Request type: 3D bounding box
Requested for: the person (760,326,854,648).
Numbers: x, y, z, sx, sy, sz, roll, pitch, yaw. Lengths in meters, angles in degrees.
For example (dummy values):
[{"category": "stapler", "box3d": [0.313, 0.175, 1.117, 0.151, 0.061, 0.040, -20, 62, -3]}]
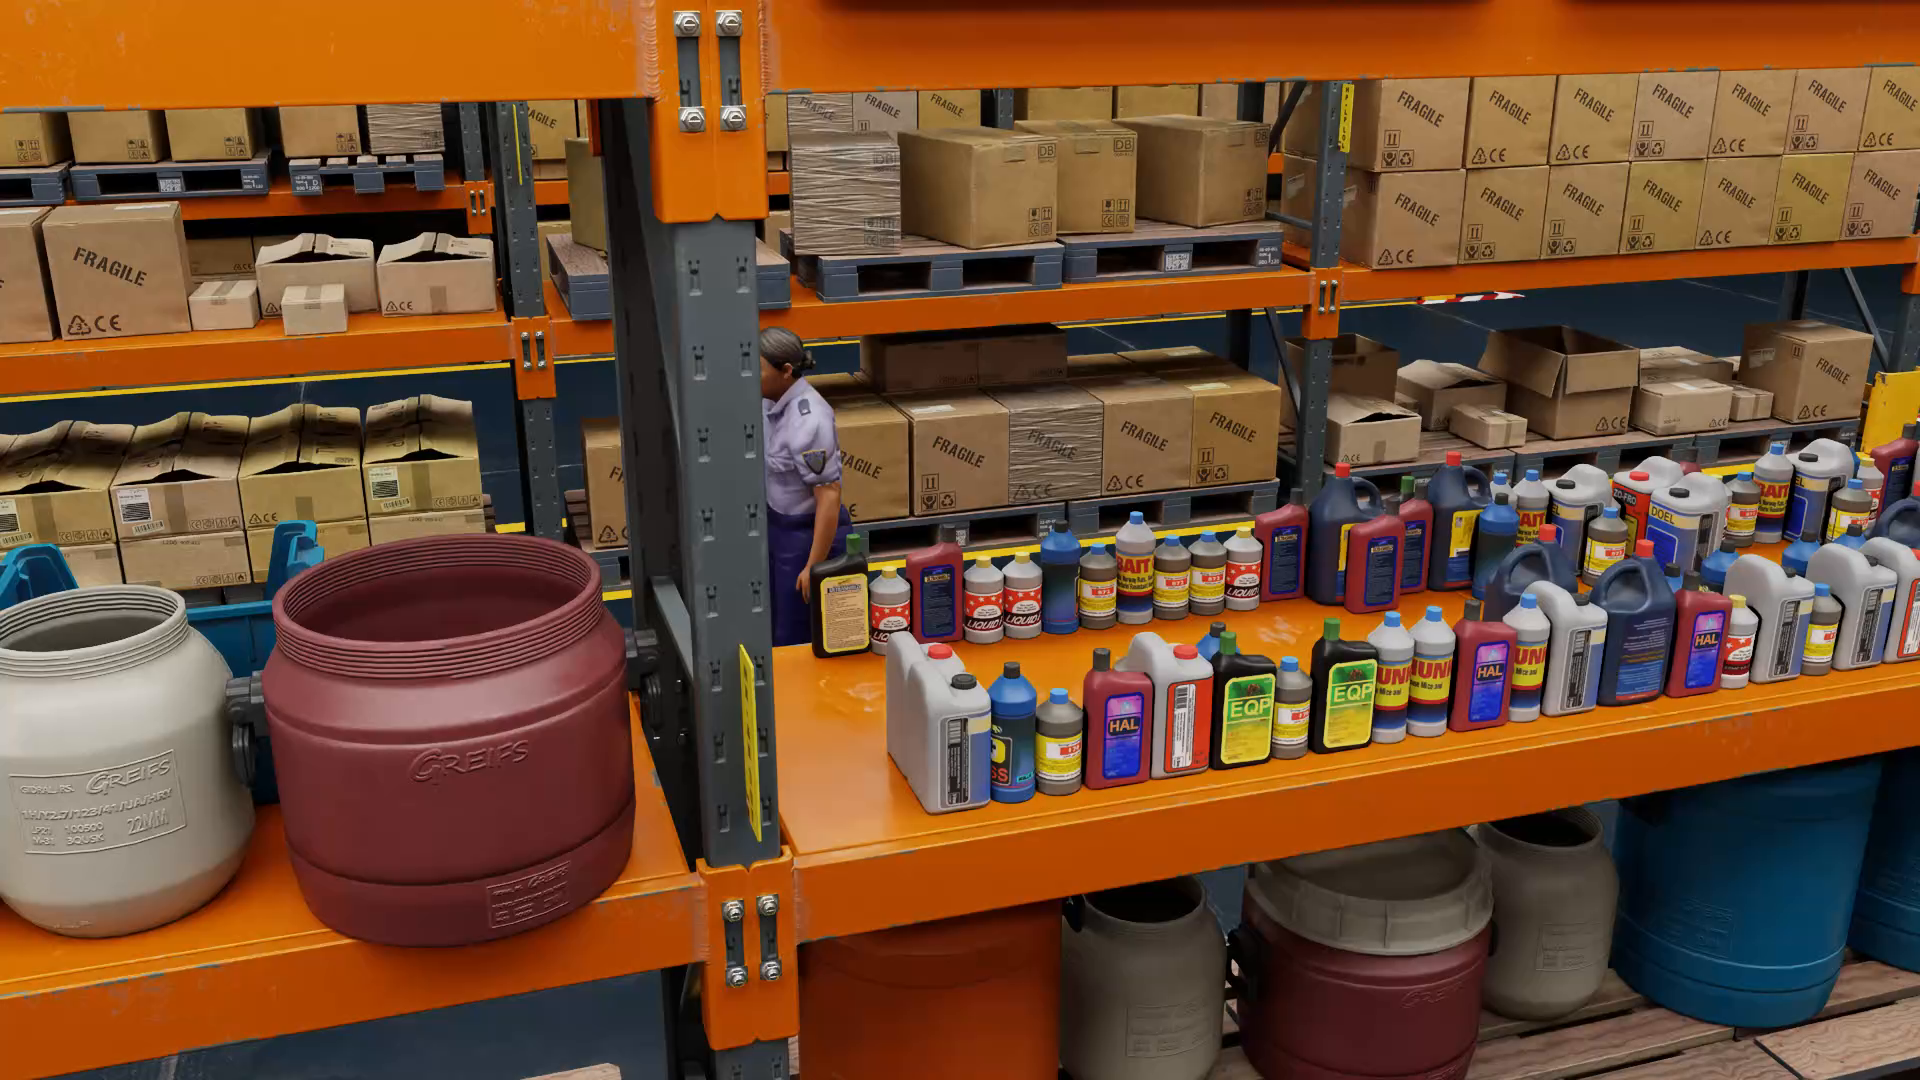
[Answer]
[{"category": "person", "box3d": [-0.585, 0.035, 6.003, 0.377, 1.636, 0.561, -8, 21, -21]}]
